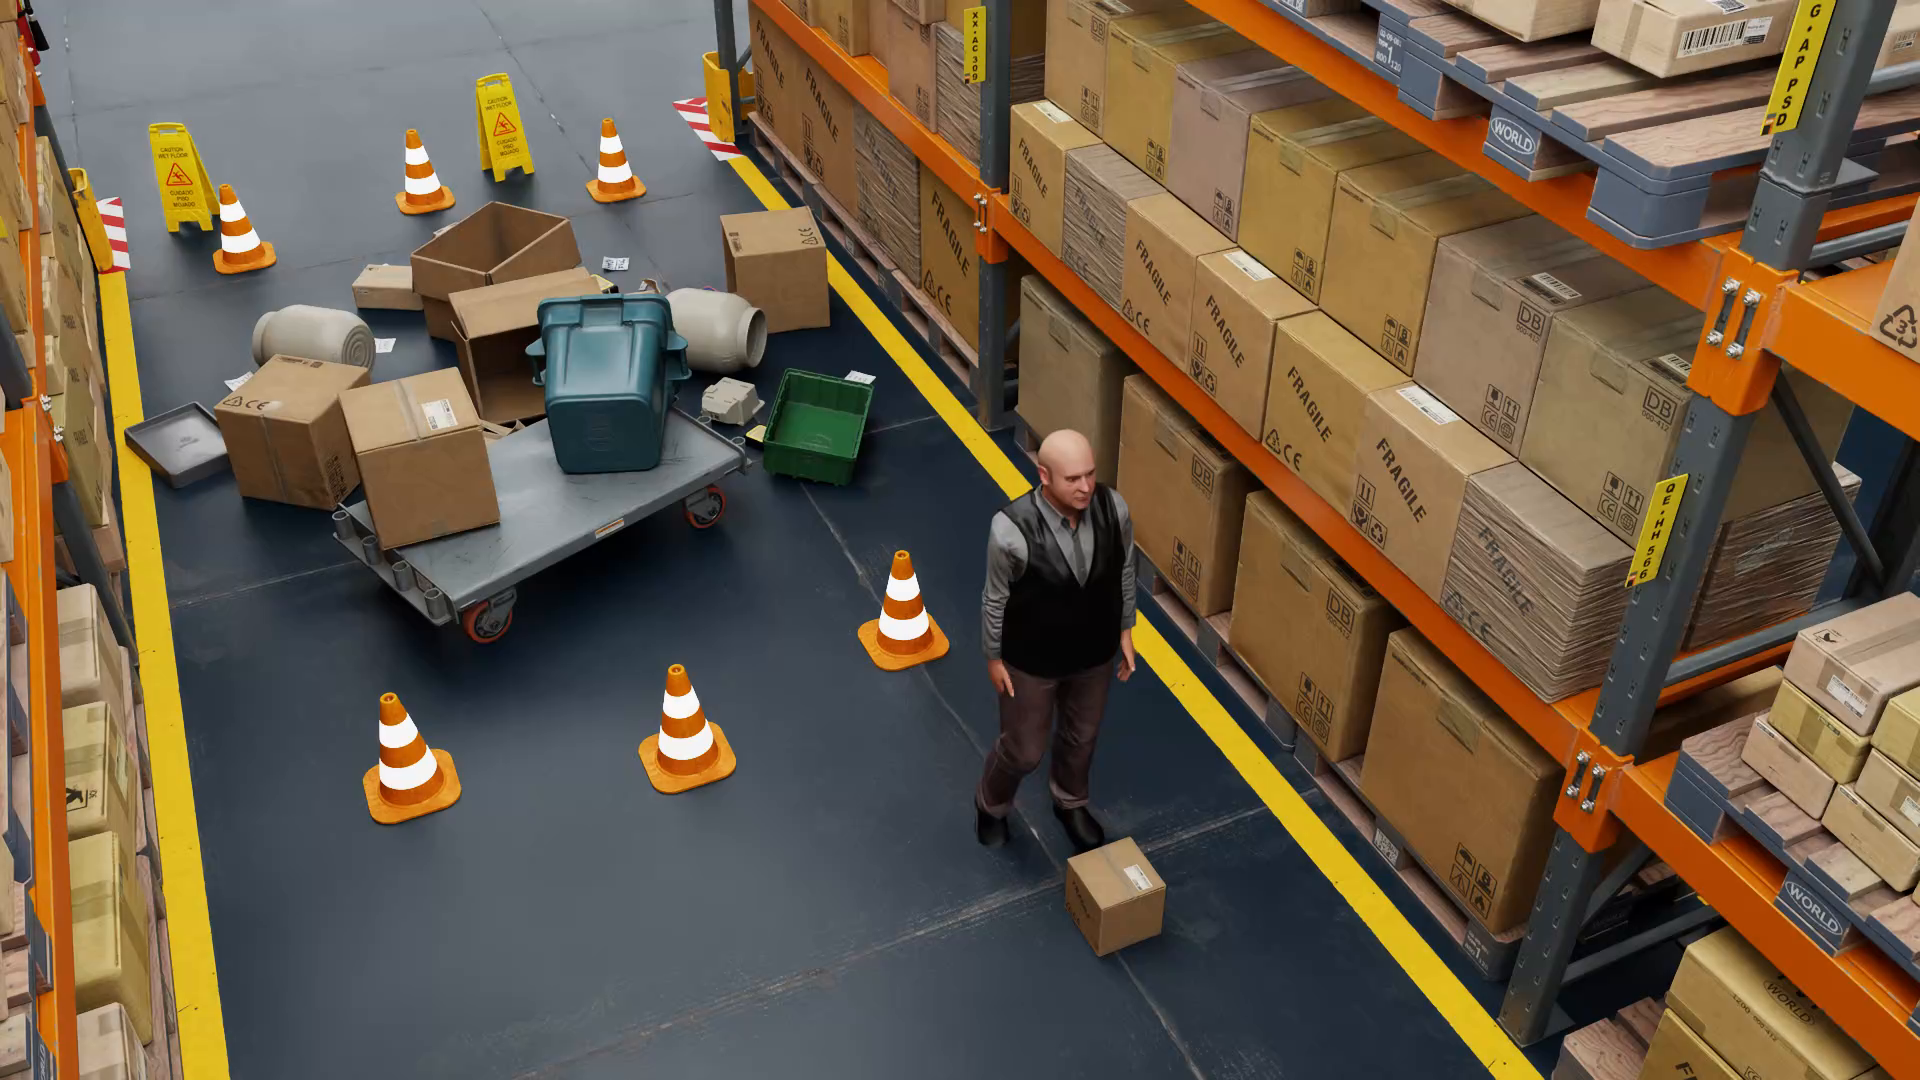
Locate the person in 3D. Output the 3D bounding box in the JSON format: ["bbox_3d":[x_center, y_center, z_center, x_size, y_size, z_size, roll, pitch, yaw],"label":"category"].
[{"bbox_3d":[0.335,0.382,5.687,0.548,1.584,0.385,-15,40,-19],"label":"person"}]
